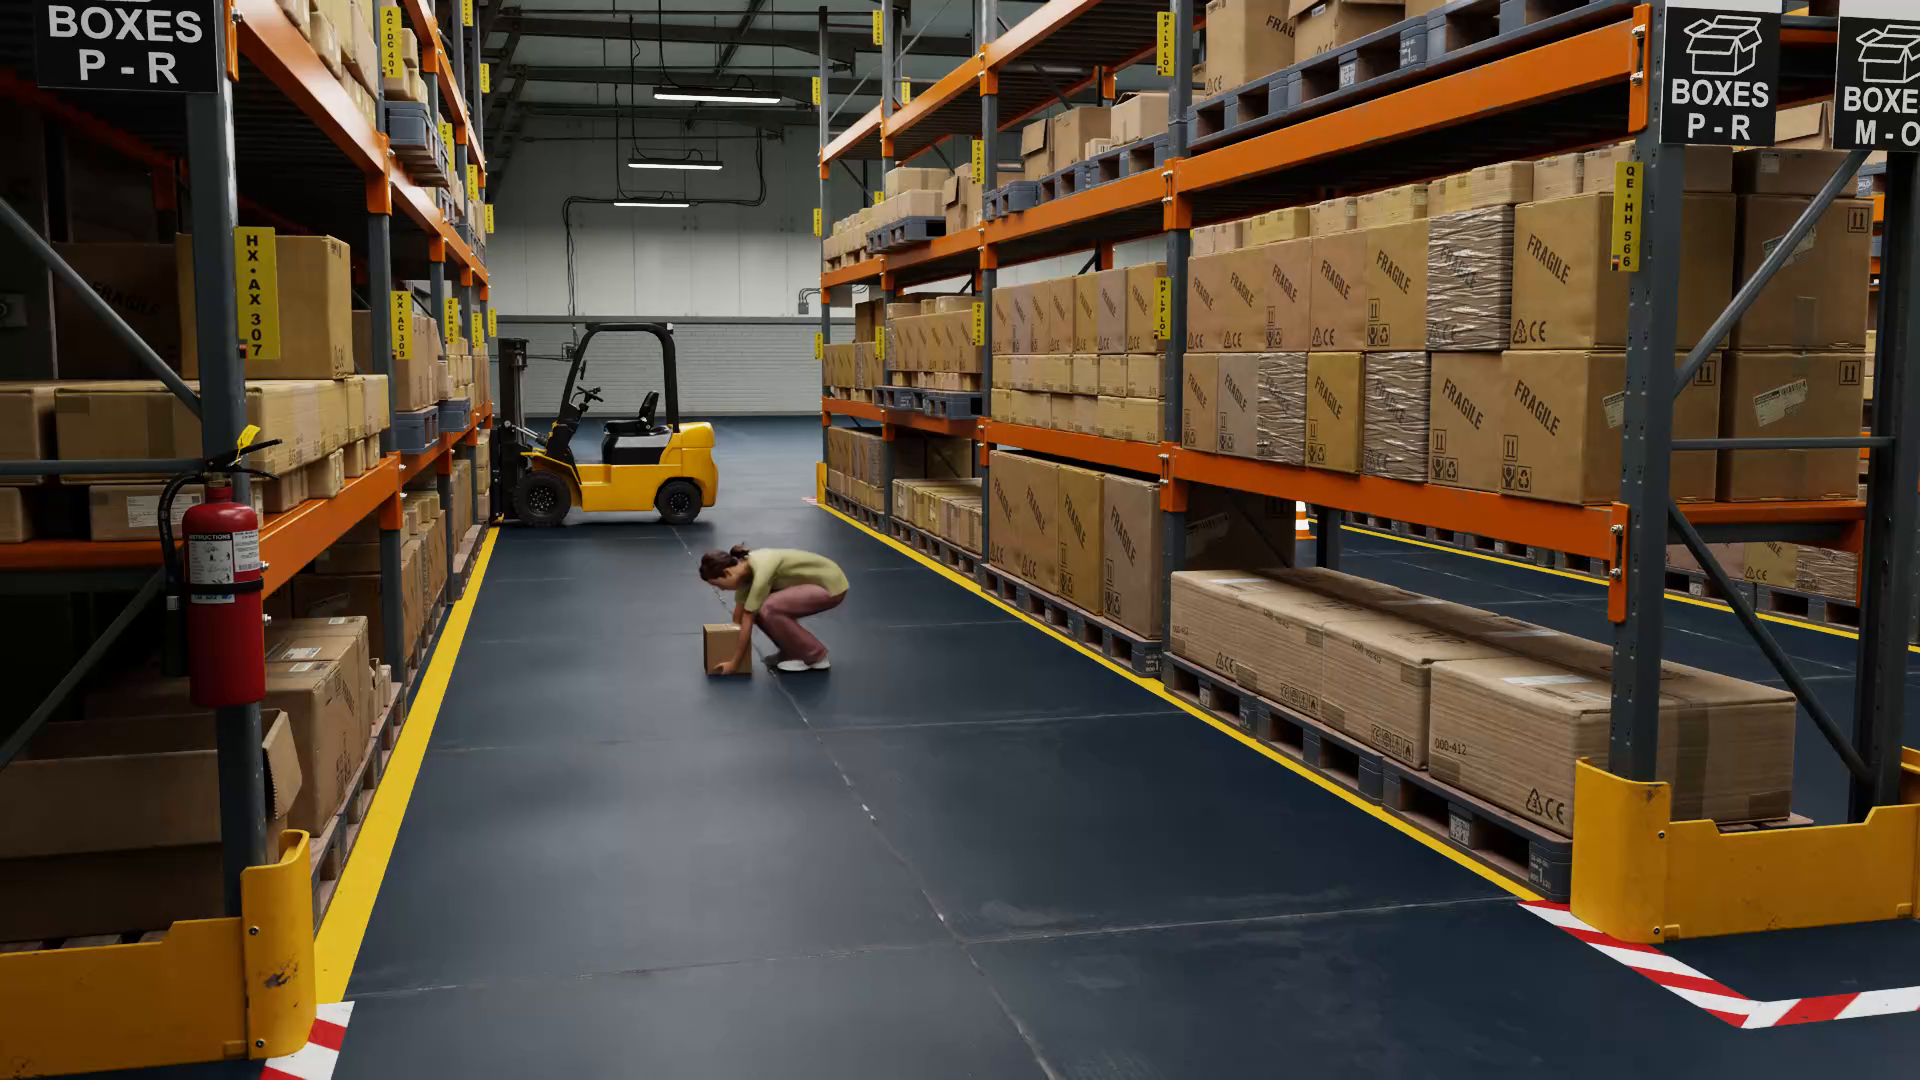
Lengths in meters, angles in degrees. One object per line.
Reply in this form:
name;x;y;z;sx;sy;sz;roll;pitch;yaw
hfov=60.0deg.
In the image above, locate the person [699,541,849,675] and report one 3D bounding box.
person;-1.063;0.379;9.543;0.858;0.767;0.452;-2;6;-15
